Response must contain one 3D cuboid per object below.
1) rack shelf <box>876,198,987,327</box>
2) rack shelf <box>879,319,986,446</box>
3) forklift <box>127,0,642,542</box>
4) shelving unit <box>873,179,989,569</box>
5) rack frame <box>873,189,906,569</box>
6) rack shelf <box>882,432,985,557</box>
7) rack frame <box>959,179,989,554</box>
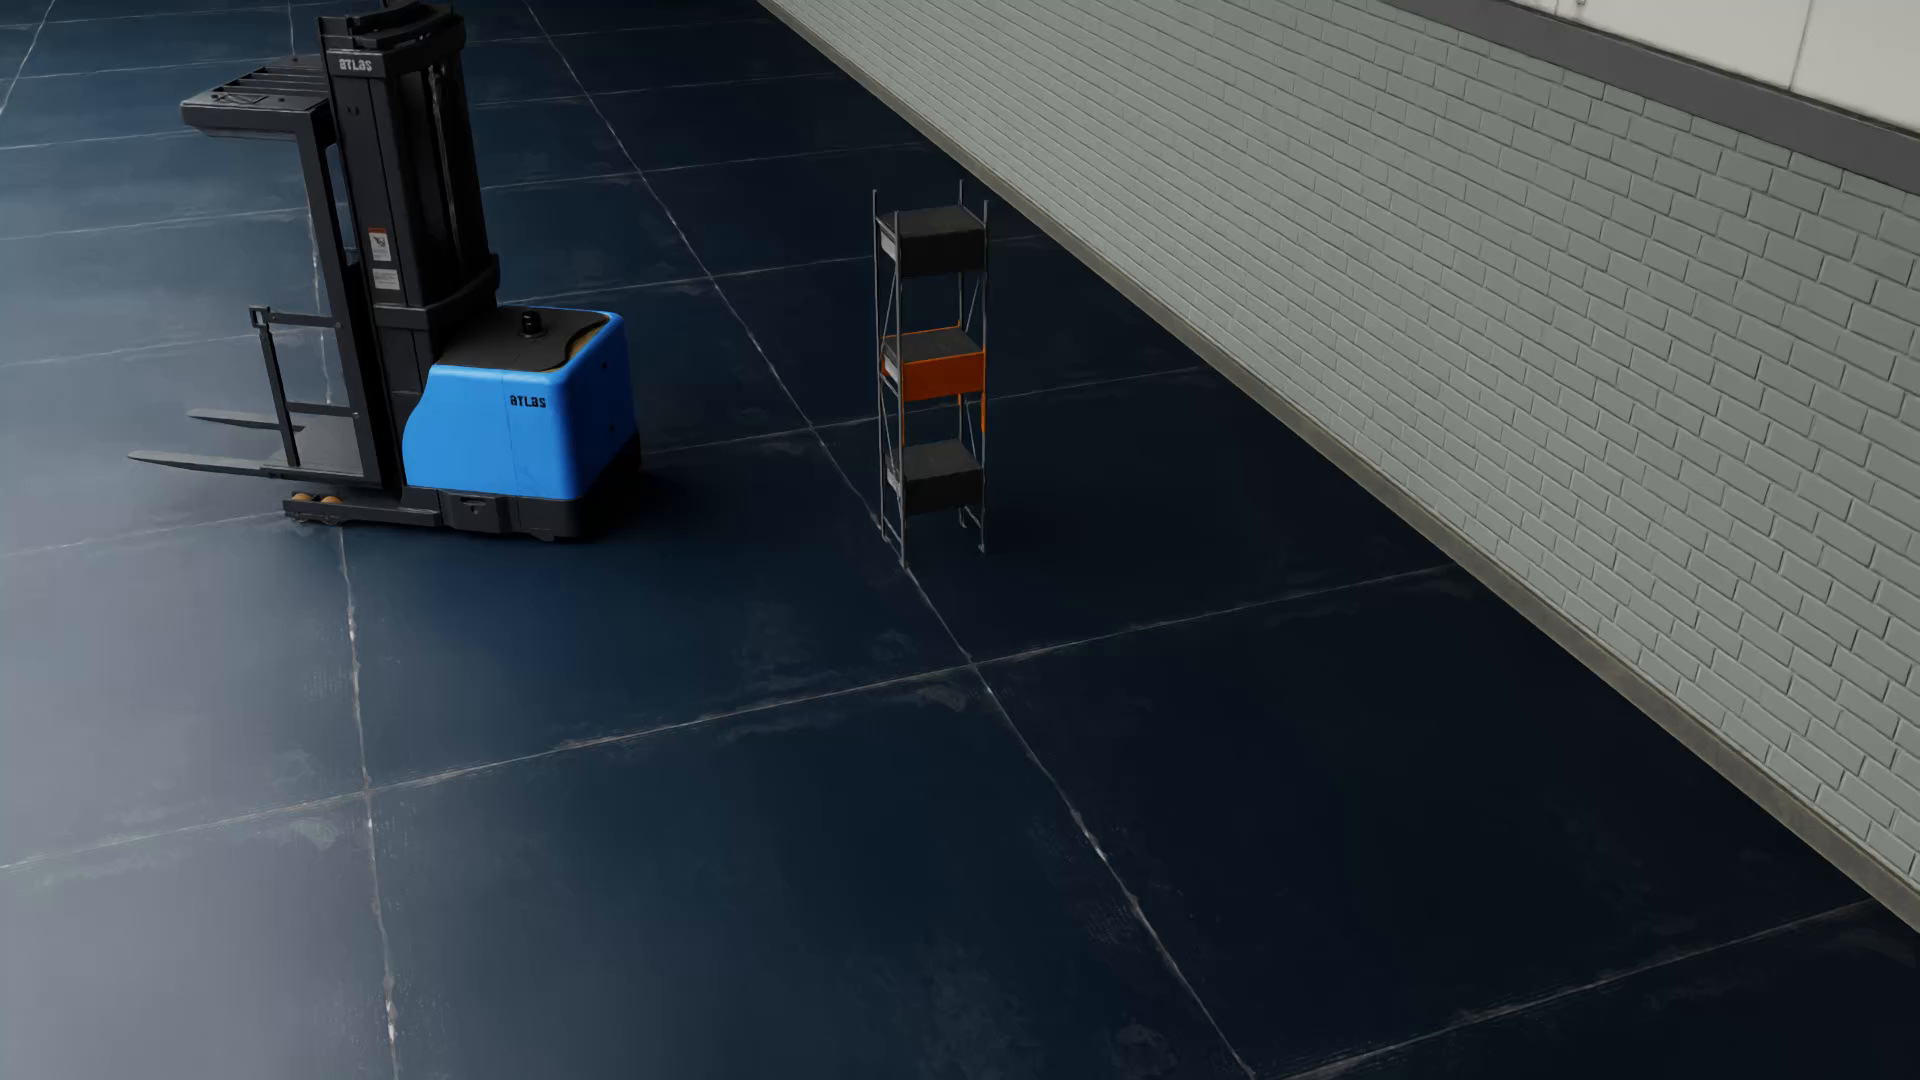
[{"bbox_3d":[-0.155,-1.480,8.840,0.480,0.518,0.431,-10,31,-18],"label":"rack shelf"},{"bbox_3d":[-0.155,-0.872,9.187,0.480,0.518,0.431,-10,31,-18],"label":"rack shelf"},{"bbox_3d":[-3.565,-1.614,9.623,3.031,2.935,1.130,5,30,9],"label":"forklift"},{"bbox_3d":[-0.155,-0.884,9.180,0.503,2.100,0.431,-10,31,-18],"label":"shelving unit"},{"bbox_3d":[-0.384,-0.842,9.106,0.015,2.100,0.400,-10,31,-18],"label":"rack frame"},{"bbox_3d":[-0.155,-0.264,9.533,0.480,0.518,0.431,-10,31,-18],"label":"rack shelf"},{"bbox_3d":[0.074,-0.926,9.254,0.015,2.100,0.400,-10,31,-18],"label":"rack frame"}]
